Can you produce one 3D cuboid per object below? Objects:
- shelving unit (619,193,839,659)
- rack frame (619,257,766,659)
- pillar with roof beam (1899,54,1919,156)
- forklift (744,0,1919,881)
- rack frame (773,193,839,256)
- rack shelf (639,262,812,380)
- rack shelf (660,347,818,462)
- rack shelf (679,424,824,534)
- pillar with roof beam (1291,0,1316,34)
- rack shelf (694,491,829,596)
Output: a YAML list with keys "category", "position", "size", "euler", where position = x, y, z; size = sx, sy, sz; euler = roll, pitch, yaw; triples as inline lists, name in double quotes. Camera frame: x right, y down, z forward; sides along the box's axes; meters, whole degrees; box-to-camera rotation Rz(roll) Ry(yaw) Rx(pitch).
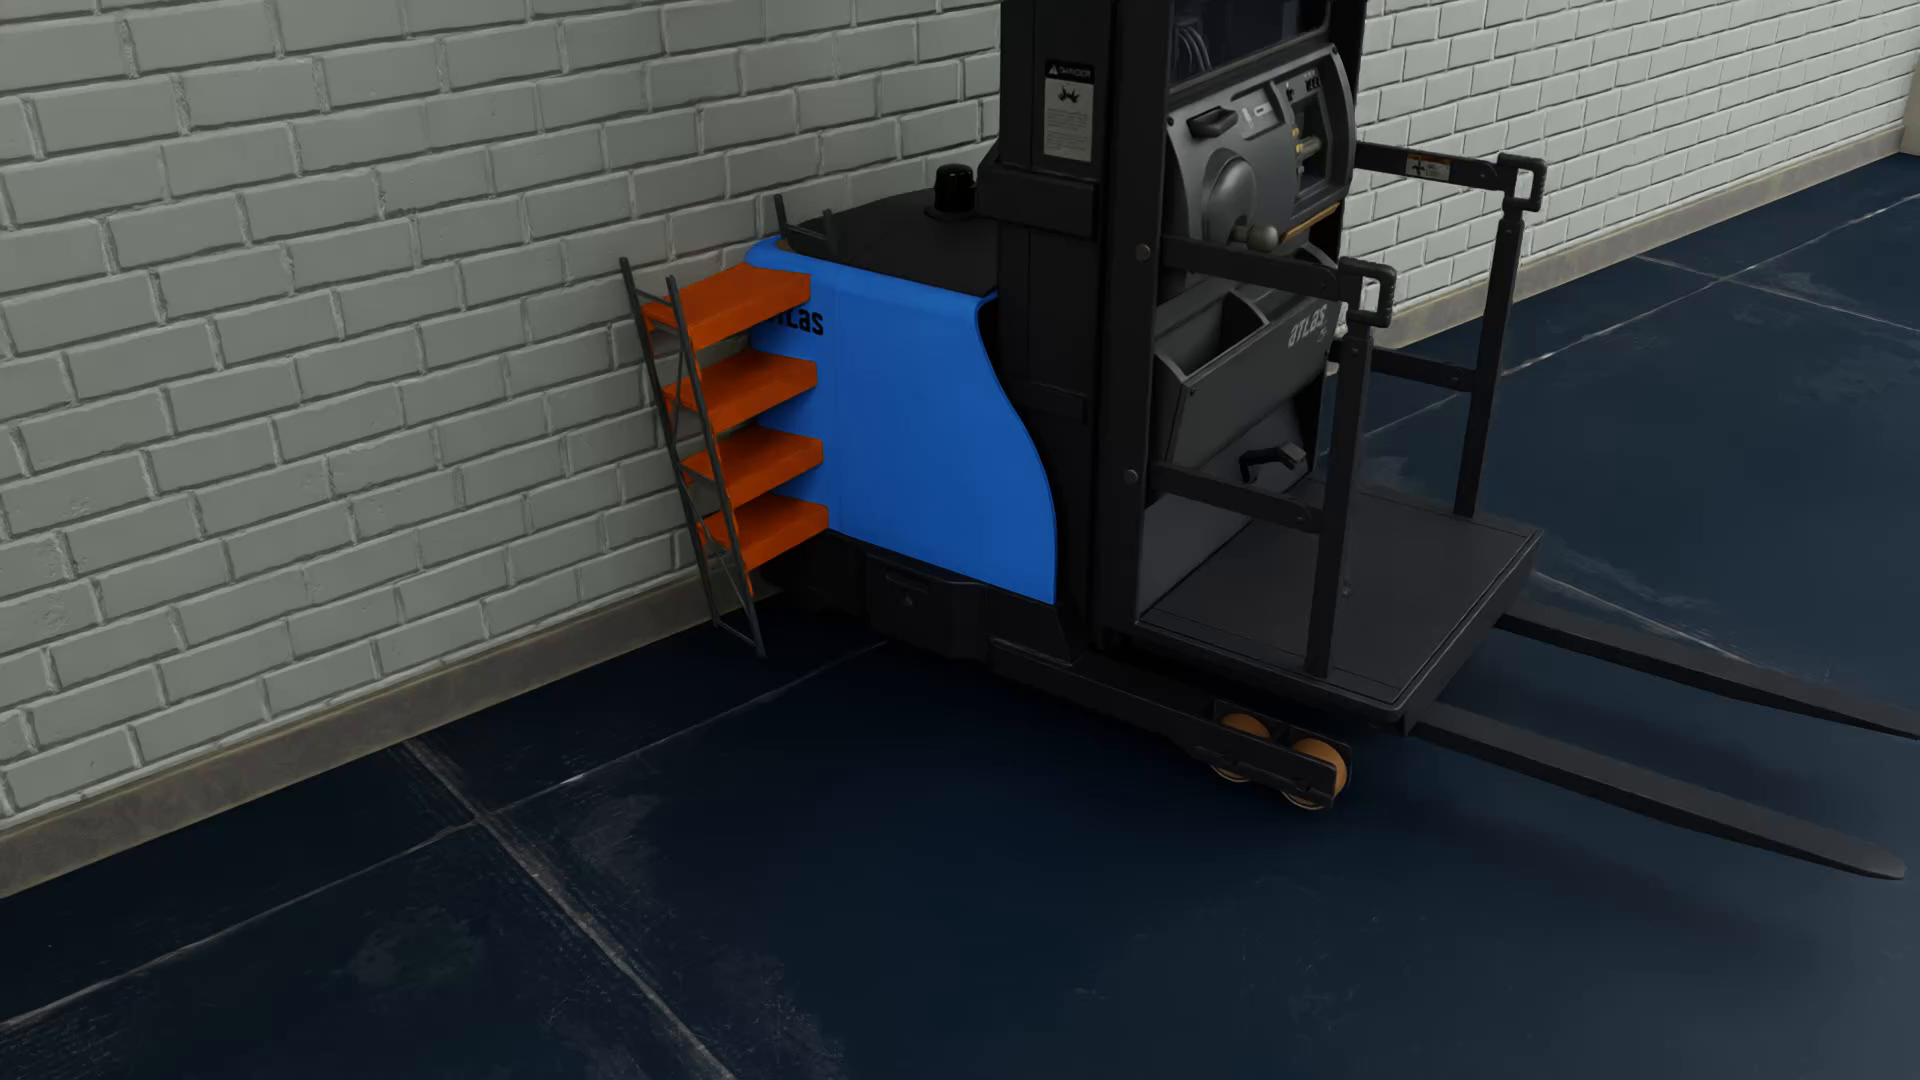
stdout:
- category: "shelving unit"
  position: [-0.517, -0.276, 4.557]
  size: [0.503, 1.200, 0.258]
  euler: [-30, 37, -31]
- category: "rack frame"
  position: [-0.697, -0.170, 4.432]
  size: [0.015, 1.200, 0.240]
  euler: [-30, 37, -31]
- category: "pillar with roof beam"
  position: [8.285, -4.620, 4.348]
  size: [0.400, 9.000, 9.100]
  euler: [-22, 35, -35]
- category: "forklift"
  position: [0.903, -0.926, 3.873]
  size: [3.031, 2.935, 1.130]
  euler: [18, 33, 30]
- category: "rack frame"
  position: [-0.336, -0.382, 4.682]
  size: [0.015, 1.200, 0.240]
  euler: [-30, 37, -31]
- category: "rack shelf"
  position: [-0.569, -0.607, 4.353]
  size: [0.480, 0.148, 0.258]
  euler: [-30, 37, -31]
- category: "rack shelf"
  position: [-0.538, -0.408, 4.476]
  size: [0.480, 0.148, 0.258]
  euler: [-30, 37, -31]
- category: "rack shelf"
  position: [-0.508, -0.219, 4.592]
  size: [0.480, 0.148, 0.258]
  euler: [-30, 37, -31]
- category: "pillar with roof beam"
  position: [3.721, -2.785, 0.913]
  size: [0.400, 9.000, 9.100]
  euler: [-22, 35, -35]
- category: "rack shelf"
  position: [-0.481, -0.052, 4.695]
  size: [0.480, 0.148, 0.258]
  euler: [-30, 37, -31]
